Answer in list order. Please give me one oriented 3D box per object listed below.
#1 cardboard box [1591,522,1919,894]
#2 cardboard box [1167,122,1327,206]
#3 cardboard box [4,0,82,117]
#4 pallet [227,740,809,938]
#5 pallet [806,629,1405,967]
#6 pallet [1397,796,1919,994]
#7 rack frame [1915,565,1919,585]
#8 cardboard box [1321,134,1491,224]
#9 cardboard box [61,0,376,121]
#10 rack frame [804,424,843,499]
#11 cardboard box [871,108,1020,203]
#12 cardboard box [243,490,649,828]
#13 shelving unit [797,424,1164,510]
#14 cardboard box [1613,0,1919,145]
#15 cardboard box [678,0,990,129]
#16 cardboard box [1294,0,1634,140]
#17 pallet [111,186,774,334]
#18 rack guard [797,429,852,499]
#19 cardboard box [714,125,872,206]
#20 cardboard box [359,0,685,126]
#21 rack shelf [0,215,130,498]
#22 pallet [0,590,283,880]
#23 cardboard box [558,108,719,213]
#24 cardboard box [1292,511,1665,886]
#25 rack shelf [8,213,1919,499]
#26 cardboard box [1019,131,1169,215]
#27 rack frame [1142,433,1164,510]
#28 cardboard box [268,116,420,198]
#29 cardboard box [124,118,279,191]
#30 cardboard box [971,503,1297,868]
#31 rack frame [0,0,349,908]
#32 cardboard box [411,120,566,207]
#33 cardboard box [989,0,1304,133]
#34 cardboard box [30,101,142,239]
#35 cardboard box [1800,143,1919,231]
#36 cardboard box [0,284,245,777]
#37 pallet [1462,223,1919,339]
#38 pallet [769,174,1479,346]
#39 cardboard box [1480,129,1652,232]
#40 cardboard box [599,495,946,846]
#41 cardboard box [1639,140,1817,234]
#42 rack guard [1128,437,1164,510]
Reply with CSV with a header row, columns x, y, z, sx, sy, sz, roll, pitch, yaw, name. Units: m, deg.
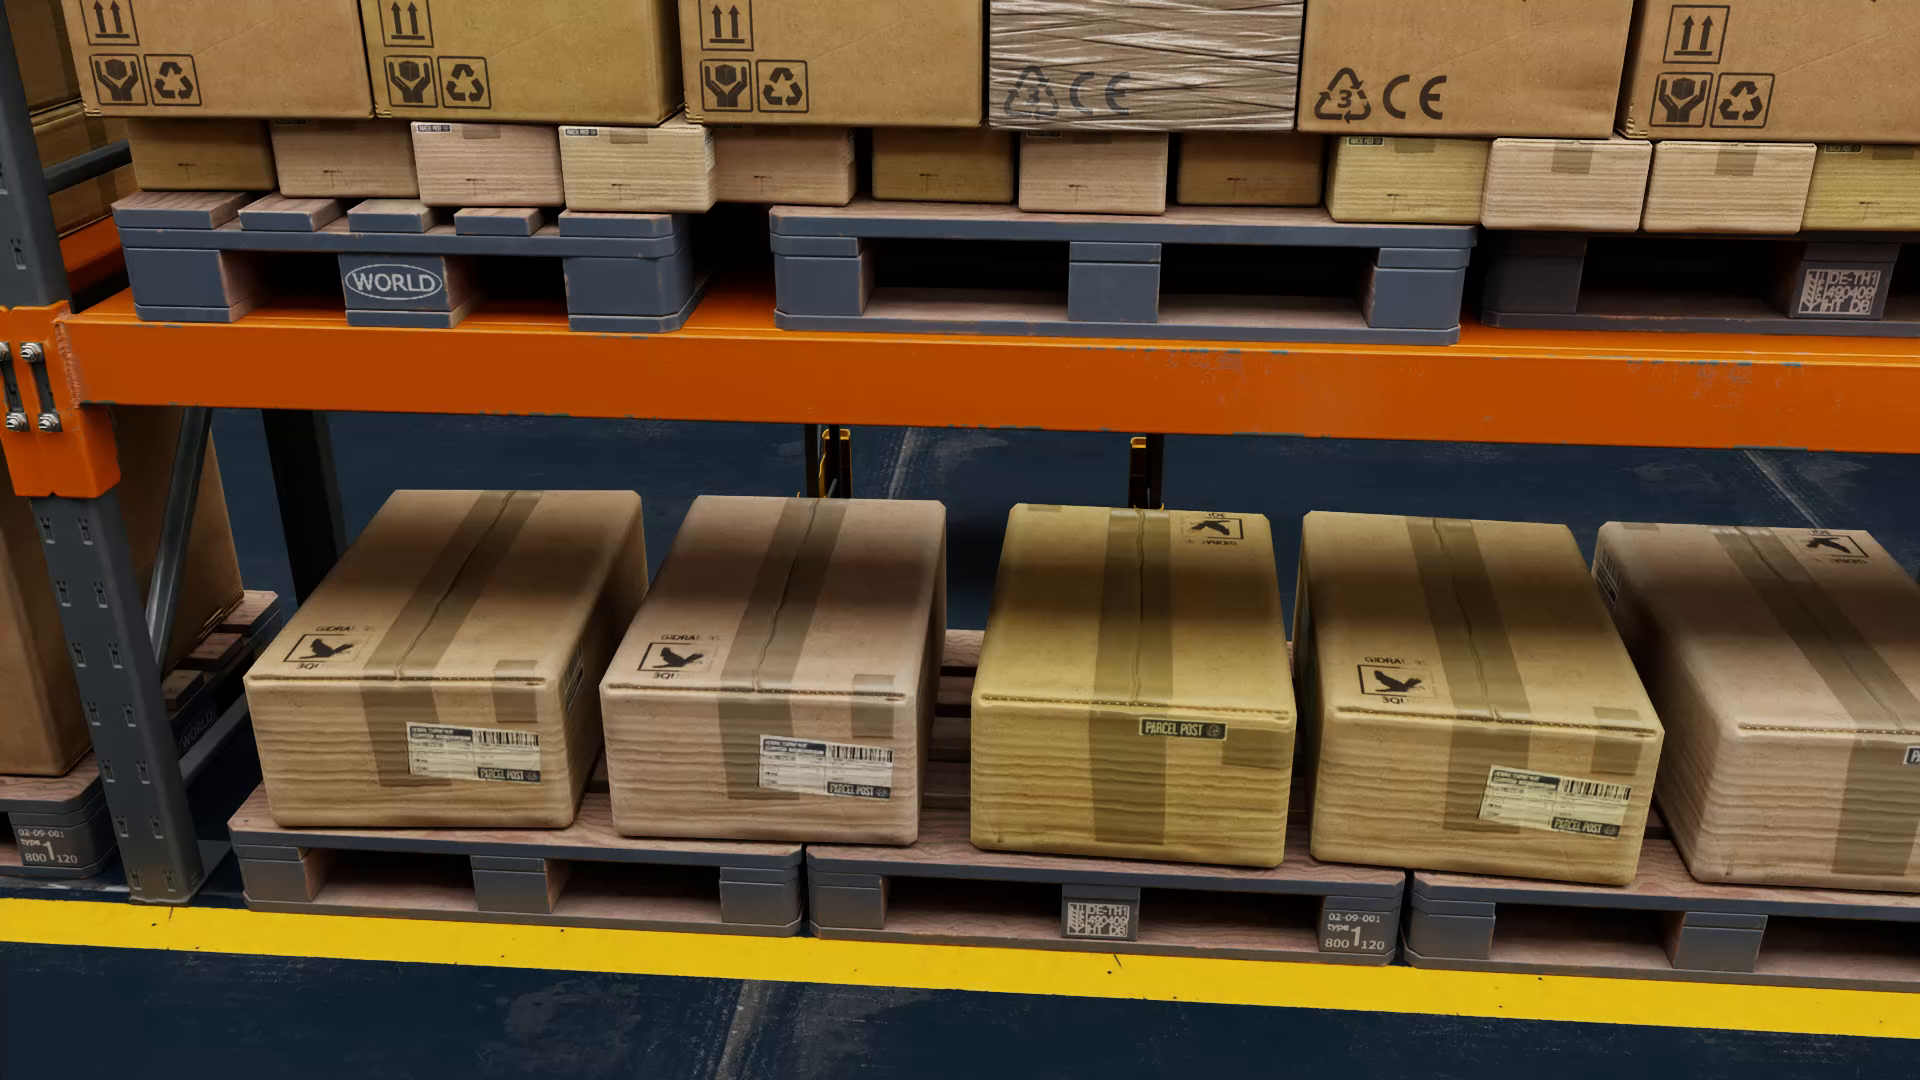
x,y,z,sx,sy,sz,roll,pitch,yaw,name
1.793,0.327,3.593,0.625,0.372,0.950,2,25,5,cardboard box
0.511,-0.729,3.043,0.250,0.149,0.380,1,25,2,cardboard box
-2.158,-1.067,3.561,0.500,0.250,0.500,2,25,4,cardboard box
-0.893,0.504,3.903,1.213,0.211,1.003,2,25,4,pallet
0.320,0.544,3.816,1.213,0.211,1.003,2,25,4,pallet
1.540,0.582,3.733,1.213,0.211,1.003,2,25,4,pallet
2.316,-0.661,3.097,0.127,3.000,1.000,2,25,4,rack frame
0.766,-0.677,2.932,0.250,0.149,0.380,2,25,4,cardboard box
-1.241,-1.049,2.964,0.500,0.500,0.500,1,25,3,cardboard box
-0.422,-0.695,4.966,0.032,1.500,0.500,2,25,4,rack frame
-0.010,-0.741,3.070,0.250,0.149,0.380,3,25,6,cardboard box
-1.109,0.237,3.789,0.625,0.372,0.950,0,25,0,cardboard box
0.076,-0.679,4.931,1.083,1.500,0.587,2,25,4,shelving unit
1.344,-0.966,2.784,0.500,0.500,0.500,2,25,4,cardboard box
-0.191,-1.021,2.903,0.500,0.500,0.500,2,25,5,cardboard box
0.830,-0.986,2.825,0.500,0.500,0.500,3,25,6,cardboard box
-0.953,-0.723,3.463,1.003,0.211,1.213,2,25,4,pallet
-0.421,-0.127,5.227,0.087,0.250,0.587,2,25,4,rack guard
-0.294,-0.734,3.054,0.250,0.149,0.380,3,25,7,cardboard box
-0.721,-1.035,2.934,0.500,0.500,0.500,3,25,7,cardboard box
-3.666,-0.526,3.665,4.000,0.370,1.077,2,25,4,rack shelf
-2.452,0.421,4.082,1.213,0.211,1.003,2,25,4,pallet
-0.541,-0.709,3.001,0.250,0.149,0.380,2,25,4,cardboard box
1.076,0.305,3.640,0.625,0.372,0.950,3,25,7,cardboard box
0.322,-0.398,3.387,4.000,0.370,1.077,2,25,4,rack shelf
0.246,-0.706,2.993,0.250,0.149,0.380,3,25,6,cardboard box
0.592,-0.662,4.895,0.032,1.500,0.500,2,25,4,rack frame
-1.083,-0.754,3.099,0.250,0.149,0.380,0,25,1,cardboard box
-1.362,-0.777,3.149,0.250,0.149,0.380,0,25,1,cardboard box
0.383,0.283,3.687,0.625,0.372,0.950,3,25,6,cardboard box
-1.672,-0.789,3.376,0.127,3.000,1.000,2,25,4,rack frame
-0.813,-0.726,3.038,0.250,0.149,0.380,0,25,1,cardboard box
0.307,-1.002,2.861,0.500,0.500,0.500,1,25,2,cardboard box
-2.141,-0.841,3.669,0.500,0.250,0.500,1,25,3,cardboard box
1.521,-0.655,2.882,0.250,0.149,0.380,1,25,2,cardboard box
-2.354,-0.071,3.855,0.875,0.875,0.875,2,25,4,cardboard box
1.566,-0.659,3.322,1.213,0.211,1.003,2,25,4,pallet
0.305,-0.655,3.315,1.213,0.211,1.003,2,25,4,pallet
1.007,-0.654,2.882,0.250,0.149,0.380,2,25,4,cardboard box
-0.373,0.257,3.745,0.625,0.372,0.950,1,25,3,cardboard box
1.261,-0.648,2.868,0.250,0.149,0.380,1,25,3,cardboard box
0.573,-0.095,5.158,0.087,0.250,0.587,2,25,4,rack guard
